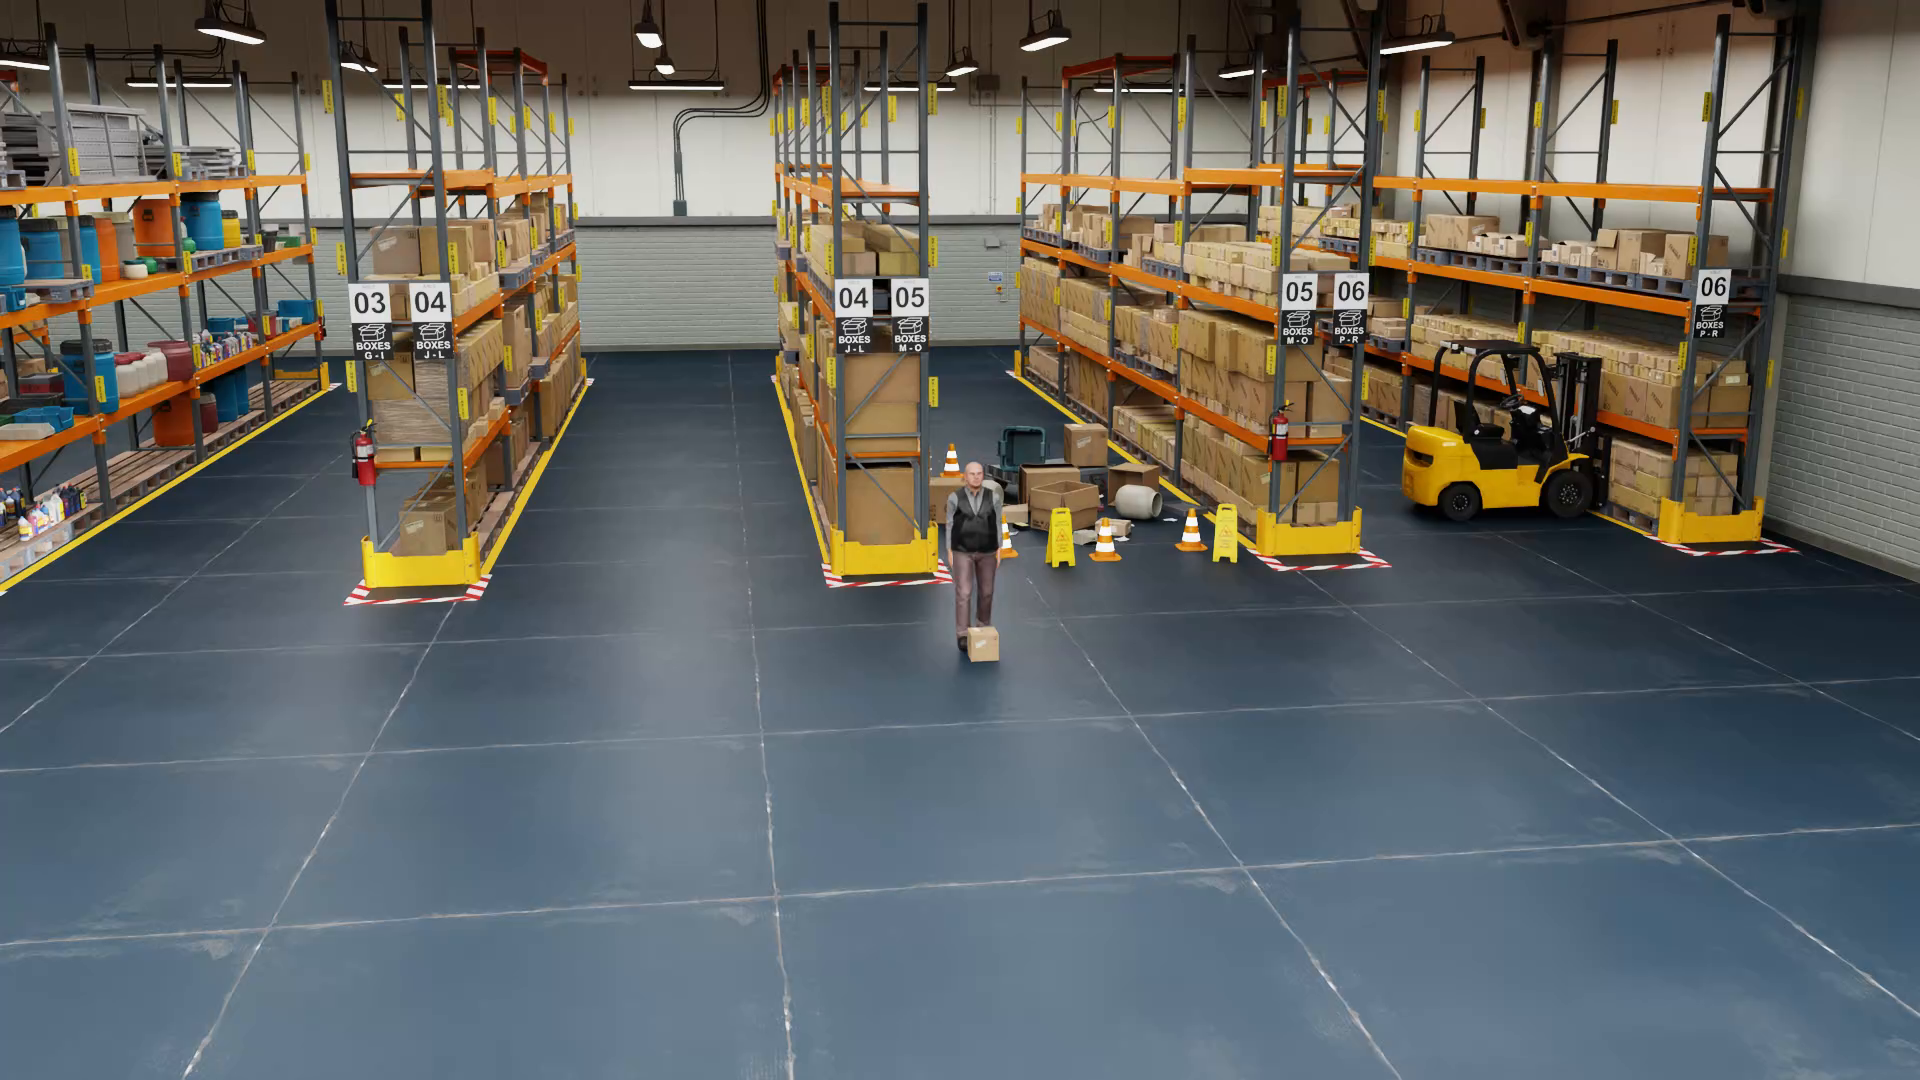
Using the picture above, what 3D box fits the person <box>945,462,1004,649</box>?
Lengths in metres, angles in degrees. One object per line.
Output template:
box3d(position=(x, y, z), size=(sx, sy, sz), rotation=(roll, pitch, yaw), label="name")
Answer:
box3d(position=(0.144, 0.139, 15.465), size=(0.544, 1.731, 0.567), rotation=(-2, 13, -8), label="person")
